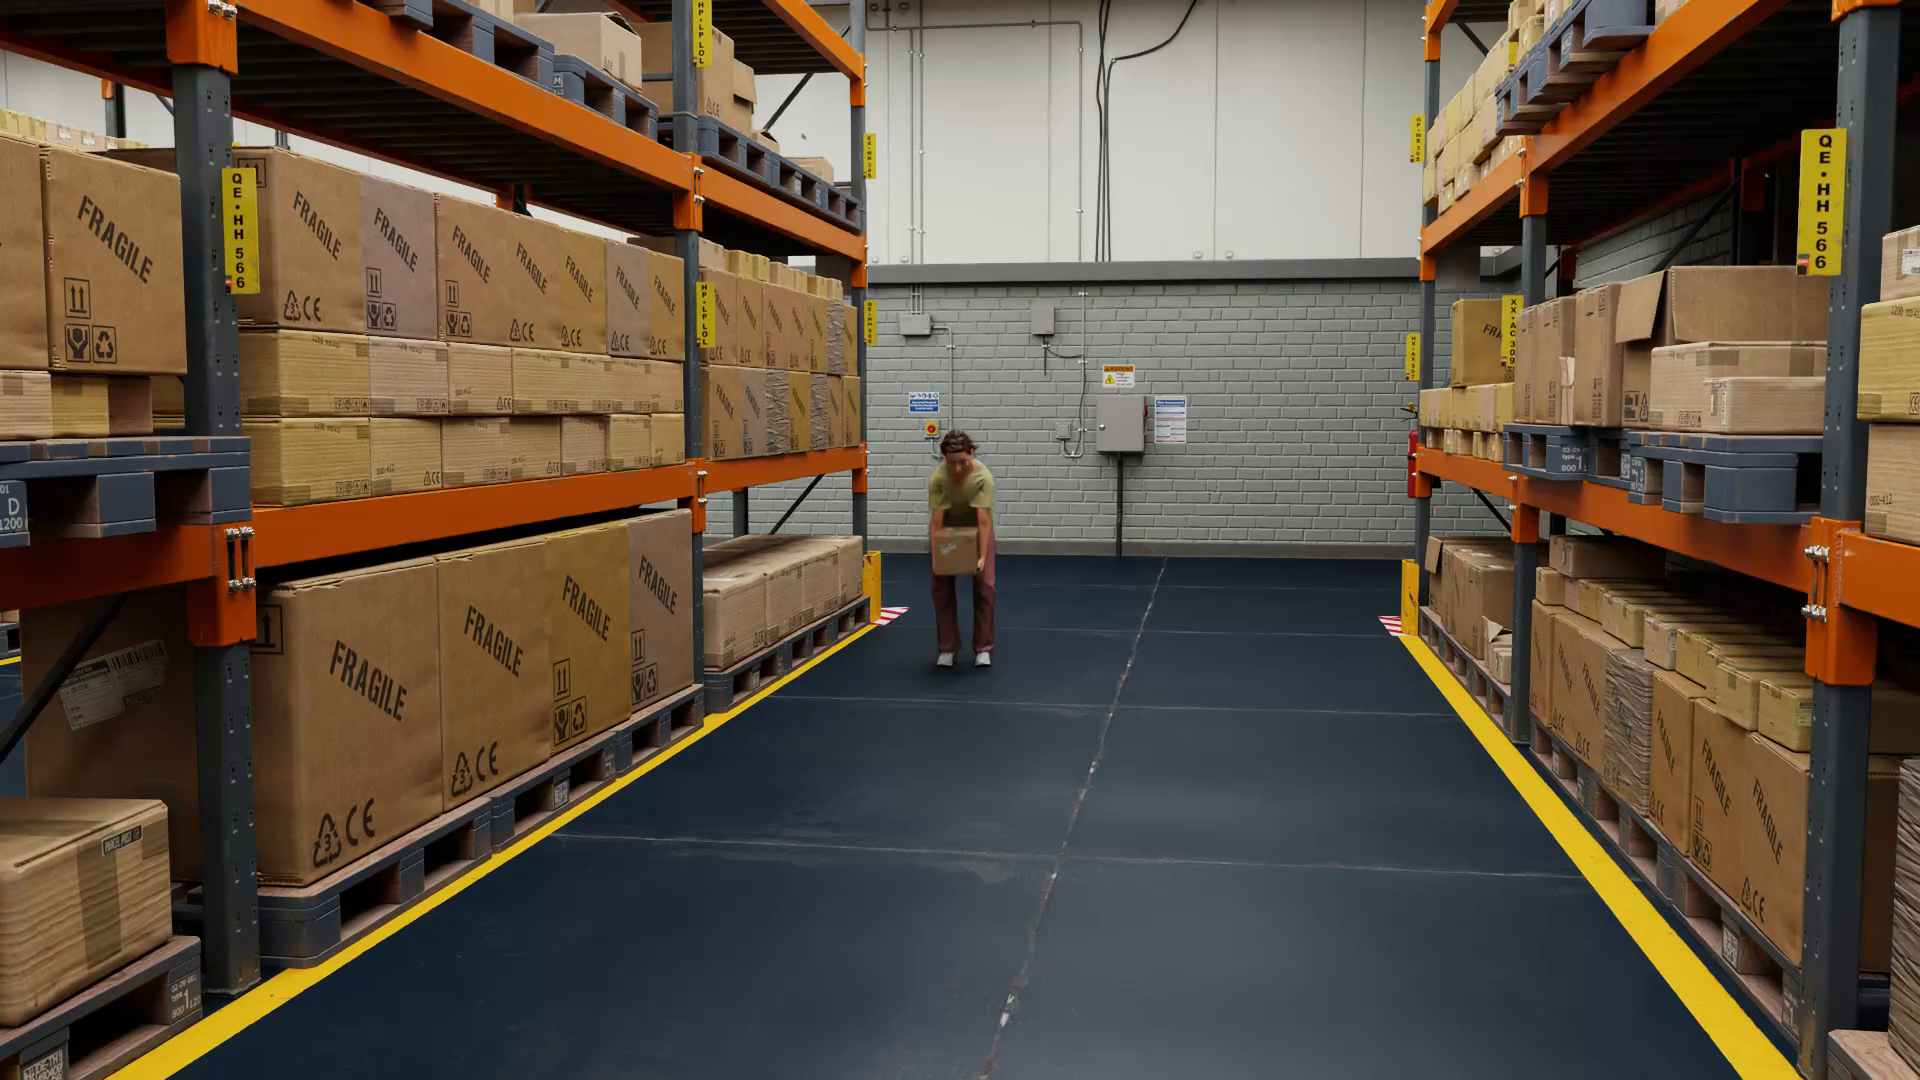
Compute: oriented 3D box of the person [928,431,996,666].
[{"bbox_3d":[0.011,0.058,10.094,0.397,1.449,0.727,1,5,7],"label":"person"}]
